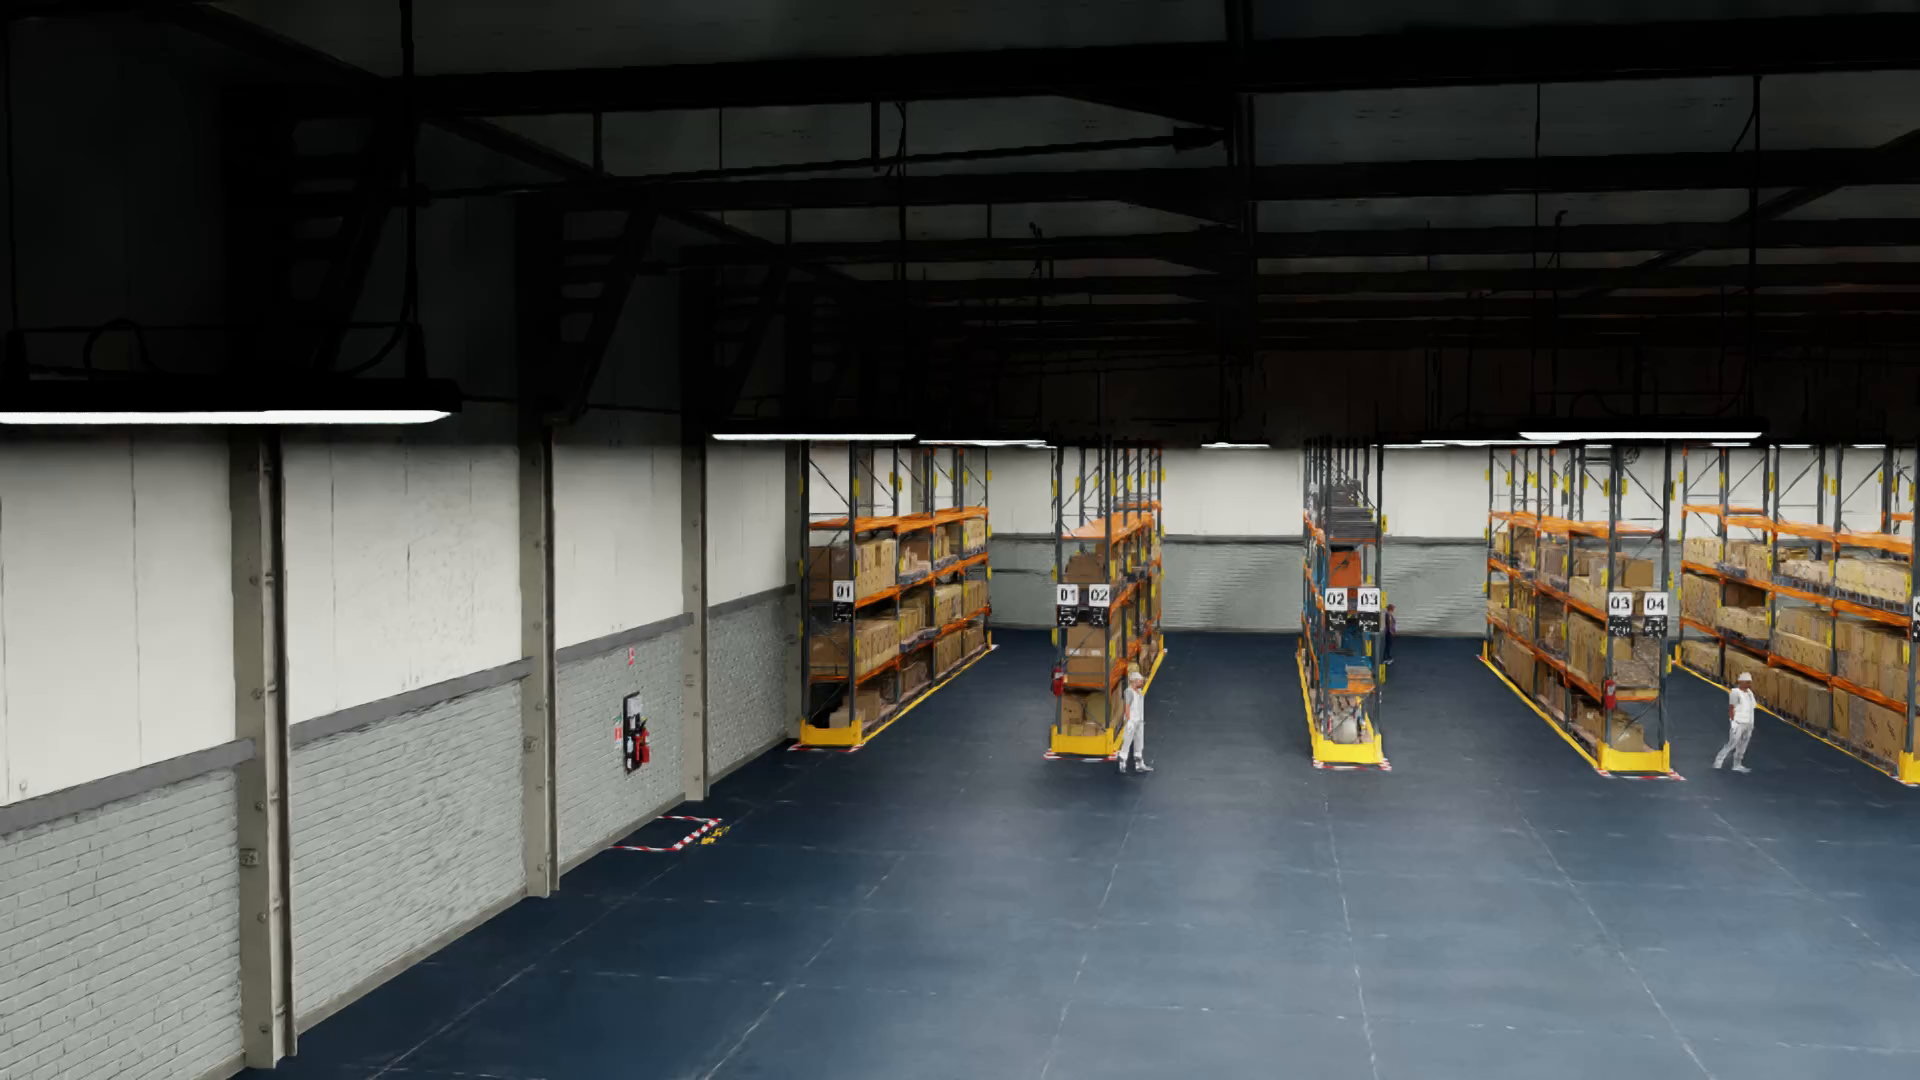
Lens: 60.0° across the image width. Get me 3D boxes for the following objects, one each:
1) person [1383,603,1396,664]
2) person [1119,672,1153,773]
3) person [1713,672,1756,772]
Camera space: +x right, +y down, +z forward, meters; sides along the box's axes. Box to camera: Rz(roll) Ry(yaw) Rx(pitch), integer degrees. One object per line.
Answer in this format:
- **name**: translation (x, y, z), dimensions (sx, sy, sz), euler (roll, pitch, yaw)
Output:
- **person**: translation (11.533, 2.496, 44.622), dimensions (0.345, 1.601, 0.553), euler (0, 3, 8)
- **person**: translation (3.090, 3.226, 29.475), dimensions (0.481, 1.794, 0.640), euler (2, 4, 37)
- **person**: translation (13.777, 3.235, 29.563), dimensions (0.735, 1.769, 0.526), euler (-2, 4, -30)
